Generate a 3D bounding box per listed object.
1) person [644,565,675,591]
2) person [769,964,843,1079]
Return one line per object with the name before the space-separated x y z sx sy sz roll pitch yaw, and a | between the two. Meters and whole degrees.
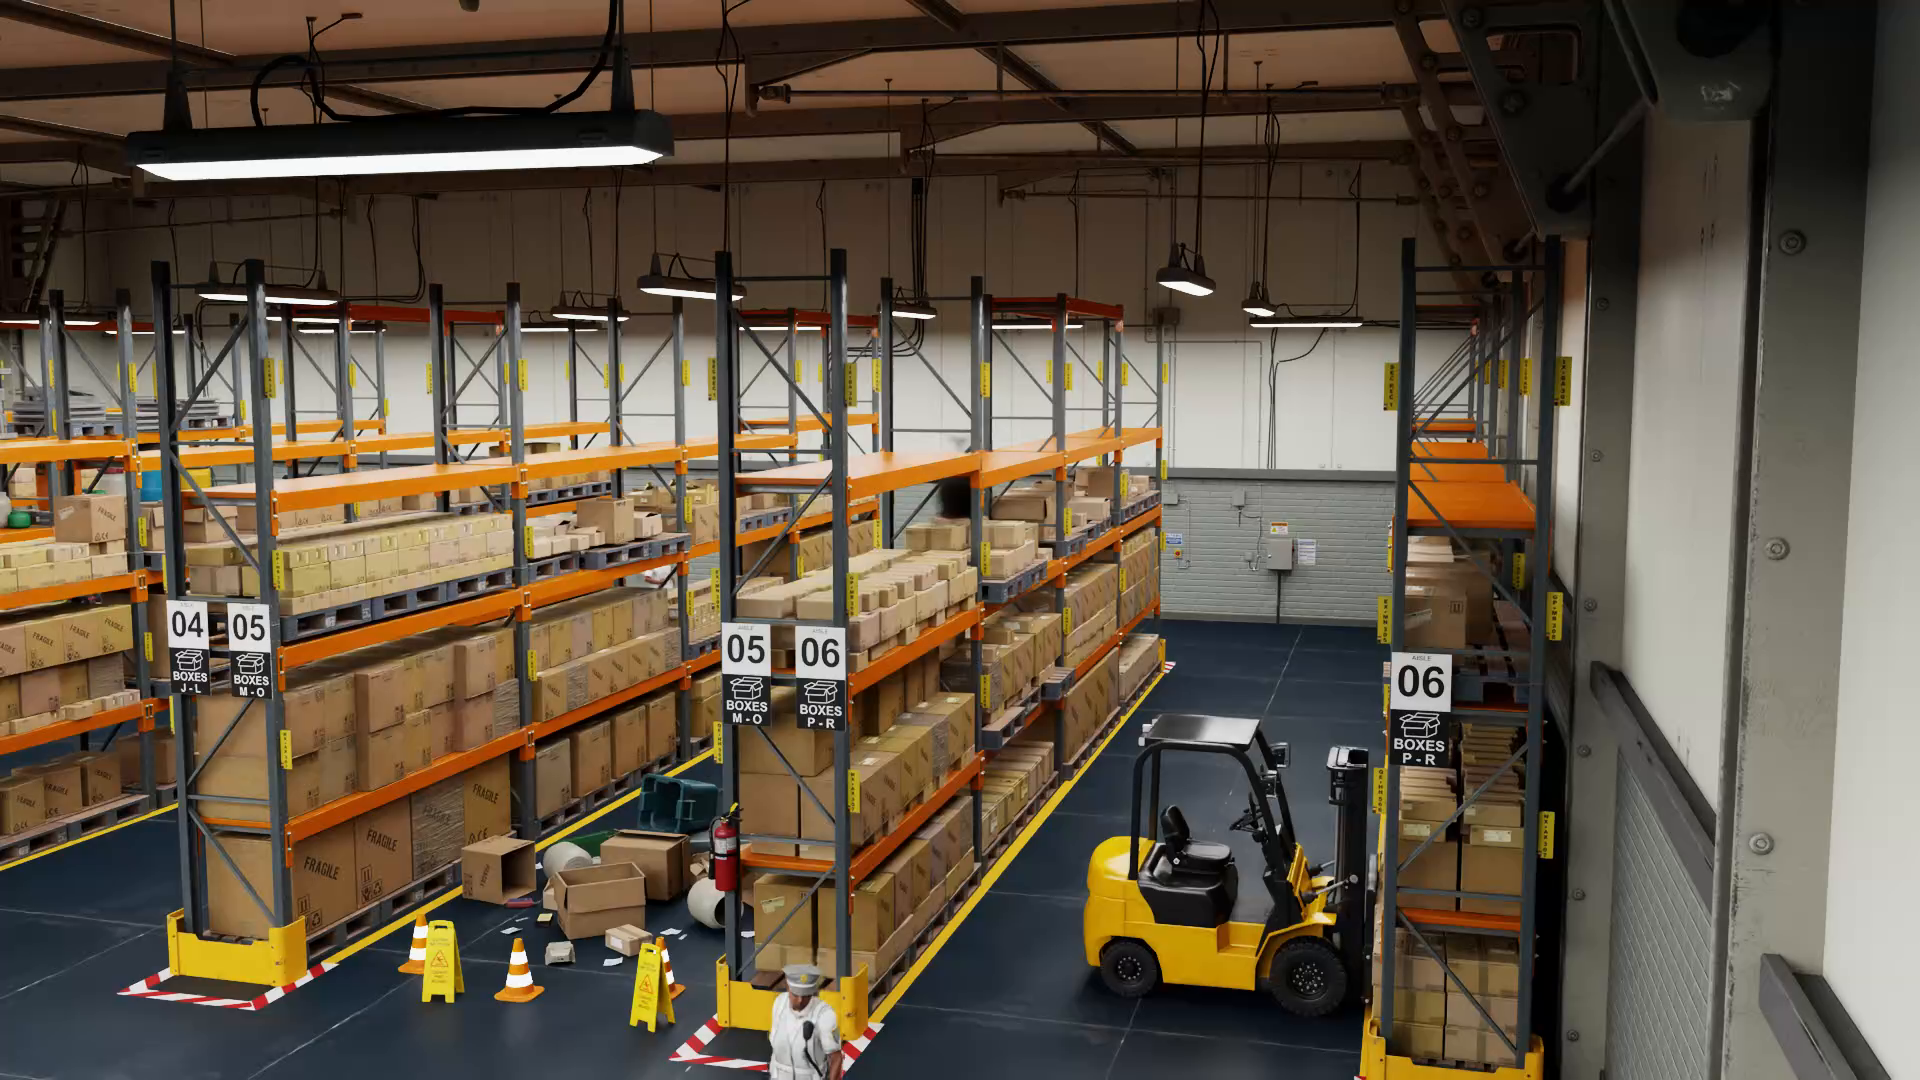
person | -5.624 0.981 31.349 0.694 1.797 0.862 -5 8 -41
person | -0.950 3.308 10.052 0.561 1.615 0.685 1 6 12
